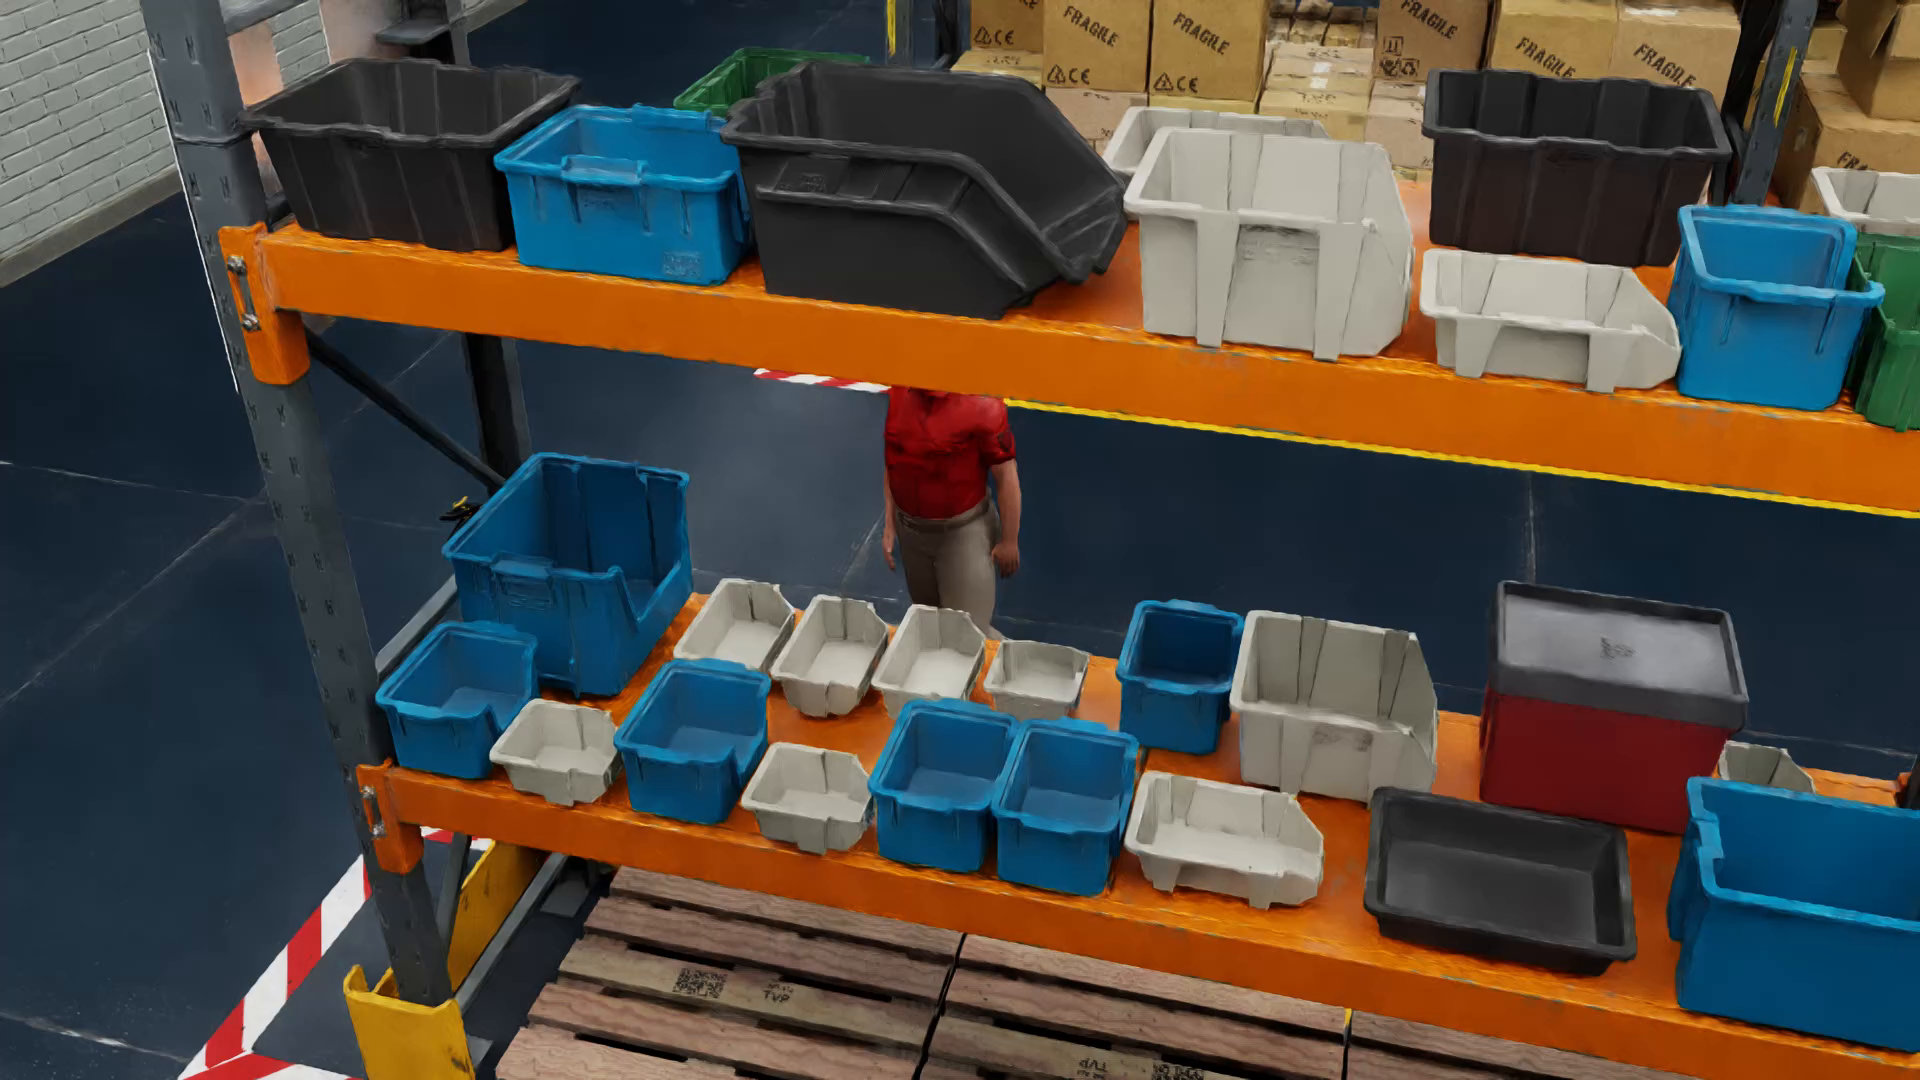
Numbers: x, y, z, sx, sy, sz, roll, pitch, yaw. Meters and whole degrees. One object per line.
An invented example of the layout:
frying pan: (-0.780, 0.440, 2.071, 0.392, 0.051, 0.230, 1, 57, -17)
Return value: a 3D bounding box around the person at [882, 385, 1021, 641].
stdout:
person: (-0.028, -0.011, 6.186, 0.648, 1.738, 0.433, 23, 39, 31)
